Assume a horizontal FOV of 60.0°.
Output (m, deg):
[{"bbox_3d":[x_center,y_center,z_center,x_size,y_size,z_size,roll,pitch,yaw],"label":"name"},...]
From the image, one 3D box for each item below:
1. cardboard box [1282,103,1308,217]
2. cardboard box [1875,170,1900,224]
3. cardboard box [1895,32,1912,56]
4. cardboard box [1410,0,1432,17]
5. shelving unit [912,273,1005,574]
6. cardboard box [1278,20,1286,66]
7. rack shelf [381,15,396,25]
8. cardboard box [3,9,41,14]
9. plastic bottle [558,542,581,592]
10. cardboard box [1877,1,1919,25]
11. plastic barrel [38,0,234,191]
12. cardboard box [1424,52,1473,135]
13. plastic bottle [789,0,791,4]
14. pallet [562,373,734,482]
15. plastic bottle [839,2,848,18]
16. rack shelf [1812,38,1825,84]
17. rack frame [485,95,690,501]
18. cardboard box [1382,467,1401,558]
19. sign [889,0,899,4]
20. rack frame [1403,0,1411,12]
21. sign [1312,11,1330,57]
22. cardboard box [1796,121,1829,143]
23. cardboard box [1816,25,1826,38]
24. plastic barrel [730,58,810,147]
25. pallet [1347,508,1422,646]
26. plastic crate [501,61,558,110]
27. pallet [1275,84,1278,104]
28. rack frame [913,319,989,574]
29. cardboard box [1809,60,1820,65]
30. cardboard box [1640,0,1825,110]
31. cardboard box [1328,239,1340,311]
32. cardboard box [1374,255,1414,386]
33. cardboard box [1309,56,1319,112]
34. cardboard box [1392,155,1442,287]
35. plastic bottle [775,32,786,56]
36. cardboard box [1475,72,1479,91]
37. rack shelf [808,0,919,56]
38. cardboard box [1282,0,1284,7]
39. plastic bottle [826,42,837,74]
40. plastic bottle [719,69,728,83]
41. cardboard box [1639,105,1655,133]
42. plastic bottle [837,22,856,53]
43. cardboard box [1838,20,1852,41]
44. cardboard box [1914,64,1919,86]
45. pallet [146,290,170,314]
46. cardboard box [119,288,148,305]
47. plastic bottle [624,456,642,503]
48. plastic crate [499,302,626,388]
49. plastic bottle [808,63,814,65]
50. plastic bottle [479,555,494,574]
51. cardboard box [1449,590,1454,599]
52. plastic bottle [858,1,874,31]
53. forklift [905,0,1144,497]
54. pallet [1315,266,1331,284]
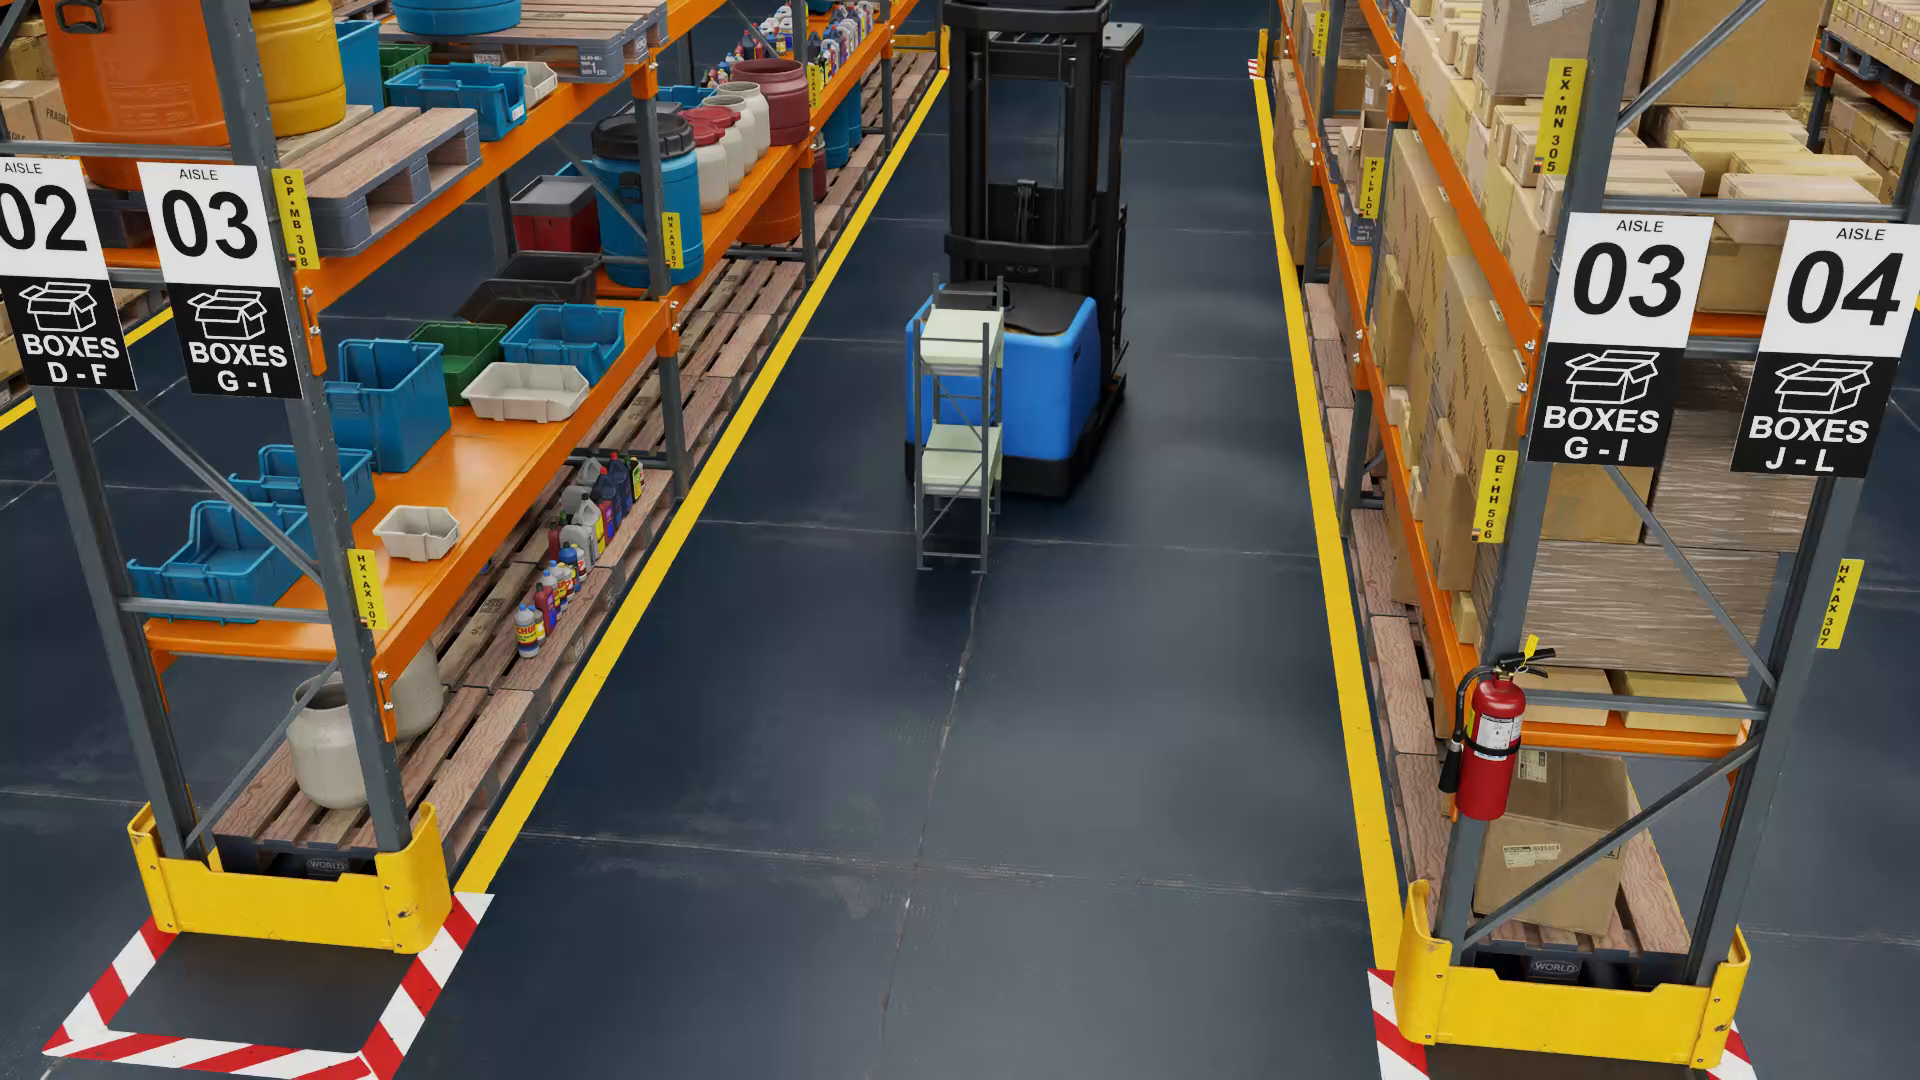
[{"bbox_3d":[3.449,-3.204,14.332,1.225,0.875,0.875,3,29,6],"label":"cardboard box"},{"bbox_3d":[8.075,-2.779,13.939,0.500,0.500,0.500,2,28,4],"label":"cardboard box"},{"bbox_3d":[7.933,-4.069,13.649,0.380,0.149,0.250,3,28,5],"label":"cardboard box"},{"bbox_3d":[2.392,-2.624,8.033,0.380,0.149,0.250,3,28,5],"label":"cardboard box"},{"bbox_3d":[-0.001,-0.657,9.388,0.431,1.500,0.755,3,28,6],"label":"shelving unit"},{"bbox_3d":[4.209,-5.921,19.375,0.875,0.875,0.875,3,28,6],"label":"cardboard box"},{"bbox_3d":[-6.359,-4.414,15.539,1.077,0.370,4.000,3,28,6],"label":"rack shelf"},{"bbox_3d":[-10.926,-6.109,19.435,0.380,0.149,0.250,4,29,7],"label":"cardboard box"},{"bbox_3d":[-2.058,0.135,8.750,0.097,0.271,0.097,0,28,0],"label":"plastic bottle"},{"bbox_3d":[7.997,-4.446,14.035,0.380,0.149,0.250,3,28,6],"label":"cardboard box"},{"bbox_3d":[-2.735,-1.664,5.619,0.600,0.830,0.708,3,28,6],"label":"plastic barrel"},{"bbox_3d":[2.297,-1.904,7.117,0.500,0.250,0.500,2,28,4],"label":"cardboard box"},{"bbox_3d":[-1.666,-5.183,16.331,0.061,0.283,0.133,3,28,6],"label":"plastic bottle"},{"bbox_3d":[-2.121,-0.761,10.940,1.003,0.211,1.213,3,28,6],"label":"pallet"},{"bbox_3d":[-1.129,-4.917,15.767,0.144,0.351,0.185,3,28,6],"label":"plastic bottle"},{"bbox_3d":[8.873,-5.383,17.339,1.077,0.370,4.000,3,28,6],"label":"rack shelf"},{"bbox_3d":[-2.178,-1.617,9.588,1.000,3.000,0.127,3,28,6],"label":"rack frame"},{"bbox_3d":[2.649,-0.227,9.202,0.500,0.500,0.500,3,28,5],"label":"cardboard box"},{"bbox_3d":[-0.652,-5.471,16.451,0.100,0.325,0.005,3,28,6],"label":"sign"},{"bbox_3d":[2.737,-3.970,7.631,1.000,3.000,0.127,3,28,6],"label":"rack frame"},{"bbox_3d":[2.676,-3.752,12.331,0.100,0.325,0.005,3,28,6],"label":"sign"},{"bbox_3d":[8.351,-3.986,16.236,0.380,0.149,0.250,4,29,7],"label":"cardboard box"},{"bbox_3d":[8.354,-4.924,15.992,0.380,0.149,0.250,3,28,5],"label":"cardboard box"},{"bbox_3d":[-1.444,-3.323,12.613,0.600,0.536,0.708,3,28,6],"label":"plastic barrel"},{"bbox_3d":[2.690,0.217,9.125,1.003,0.211,1.213,3,28,6],"label":"pallet"},{"bbox_3d":[-1.974,-2.042,7.493,0.243,0.136,0.396,3,28,6],"label":"plastic crate"},{"bbox_3d":[4.035,-4.796,18.430,1.003,0.211,1.213,3,28,6],"label":"pallet"},{"bbox_3d":[-0.046,-0.485,9.069,0.400,1.500,0.023,3,28,6],"label":"rack frame"},{"bbox_3d":[9.239,-5.077,17.948,0.380,0.149,0.250,4,29,8],"label":"cardboard box"},{"bbox_3d":[2.697,-1.845,5.903,0.500,0.500,0.500,3,28,6],"label":"cardboard box"},{"bbox_3d":[3.165,-1.988,12.450,0.700,0.500,0.500,2,28,4],"label":"cardboard box"},{"bbox_3d":[2.525,-1.062,8.140,0.875,0.500,0.500,3,28,6],"label":"cardboard box"},{"bbox_3d":[3.109,-3.737,13.418,0.500,0.500,0.500,3,28,6],"label":"cardboard box"},{"bbox_3d":[2.370,-1.511,7.920,0.500,0.500,0.500,3,28,6],"label":"cardboard box"},{"bbox_3d":[-1.649,-4.556,15.253,0.097,0.201,0.097,0,28,0],"label":"plastic bottle"},{"bbox_3d":[2.218,-1.763,6.435,0.380,0.149,0.250,2,28,4],"label":"cardboard box"},{"bbox_3d":[-0.953,-6.007,18.496,1.077,0.370,4.000,3,28,6],"label":"rack shelf"},{"bbox_3d":[3.555,-5.631,17.304,0.380,0.149,0.250,4,29,7],"label":"cardboard box"},{"bbox_3d":[-1.131,-4.224,14.564,0.097,0.271,0.097,0,28,0],"label":"plastic bottle"},{"bbox_3d":[-1.990,-3.835,13.915,0.097,0.201,0.097,0,28,0],"label":"plastic bottle"},{"bbox_3d":[2.704,-1.602,6.137,0.380,0.149,0.250,2,28,4],"label":"cardboard box"},{"bbox_3d":[-1.049,-4.651,15.351,0.152,0.276,0.135,3,28,6],"label":"plastic bottle"},{"bbox_3d":[8.095,-4.543,14.843,0.380,0.149,0.250,4,29,7],"label":"cardboard box"},{"bbox_3d":[7.871,-3.691,13.260,0.380,0.149,0.250,2,28,4],"label":"cardboard box"},{"bbox_3d":[-6.743,-2.176,13.567,1.003,0.211,1.213,3,28,6],"label":"pallet"},{"bbox_3d":[-6.550,-2.022,12.797,0.500,0.250,0.500,4,29,7],"label":"cardboard box"},{"bbox_3d":[-1.910,-0.369,9.672,0.061,0.283,0.133,5,29,9],"label":"plastic bottle"},{"bbox_3d":[-2.044,-1.014,8.627,0.499,0.251,0.616,3,28,6],"label":"plastic crate"},{"bbox_3d":[-1.258,-3.848,13.860,0.152,0.276,0.135,3,28,6],"label":"plastic bottle"},{"bbox_3d":[-2.614,0.030,8.939,0.152,0.276,0.135,3,28,6],"label":"plastic bottle"},{"bbox_3d":[2.134,0.163,6.549,0.380,0.149,0.250,3,28,6],"label":"cardboard box"},{"bbox_3d":[-0.926,-5.123,16.228,0.152,0.276,0.135,3,28,6],"label":"plastic bottle"},{"bbox_3d":[0.535,-2.235,10.808,1.130,2.935,3.031,7,29,13],"label":"forklift"},{"bbox_3d":[3.399,-2.351,13.891,1.003,0.211,1.213,3,28,6],"label":"pallet"}]
